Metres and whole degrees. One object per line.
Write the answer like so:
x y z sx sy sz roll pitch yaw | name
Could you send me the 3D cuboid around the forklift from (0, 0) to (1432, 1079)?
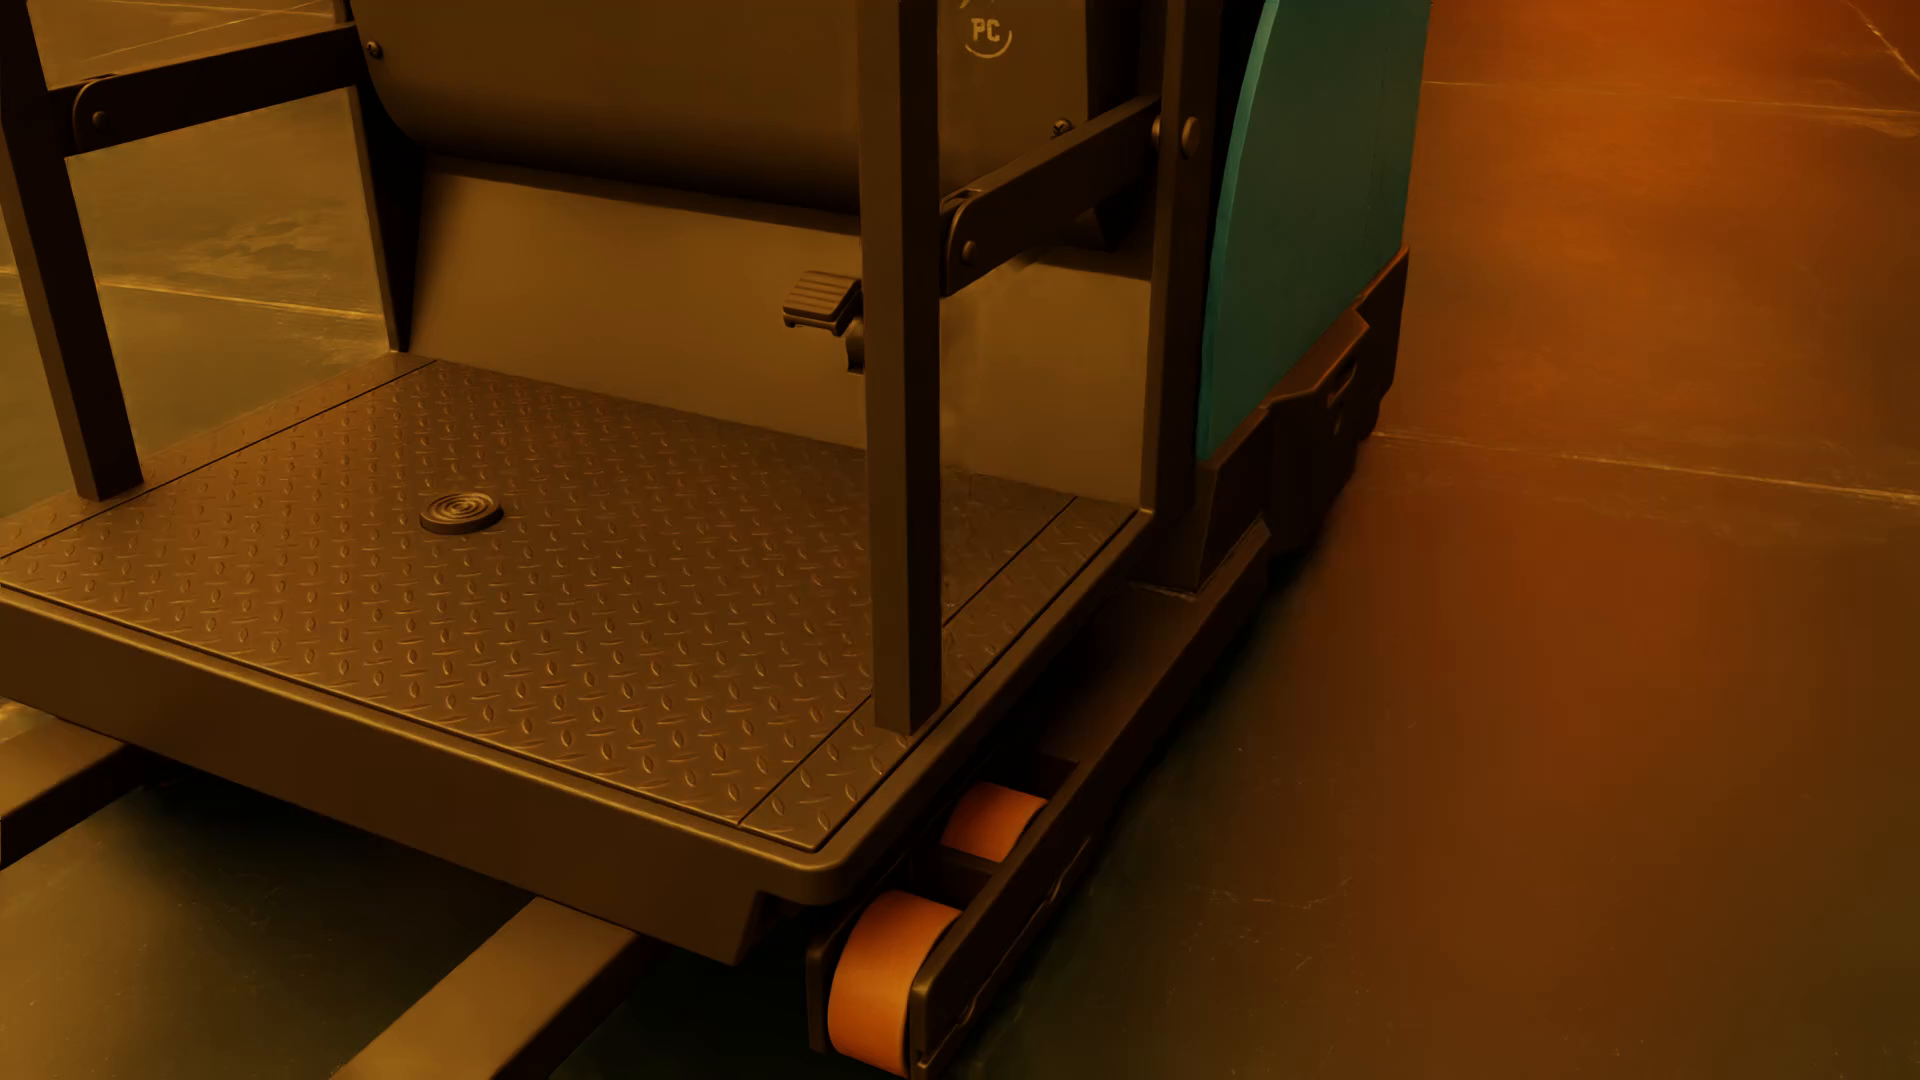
-0.365 -1.044 1.321 1.130 2.935 3.031 13 30 24 | forklift
